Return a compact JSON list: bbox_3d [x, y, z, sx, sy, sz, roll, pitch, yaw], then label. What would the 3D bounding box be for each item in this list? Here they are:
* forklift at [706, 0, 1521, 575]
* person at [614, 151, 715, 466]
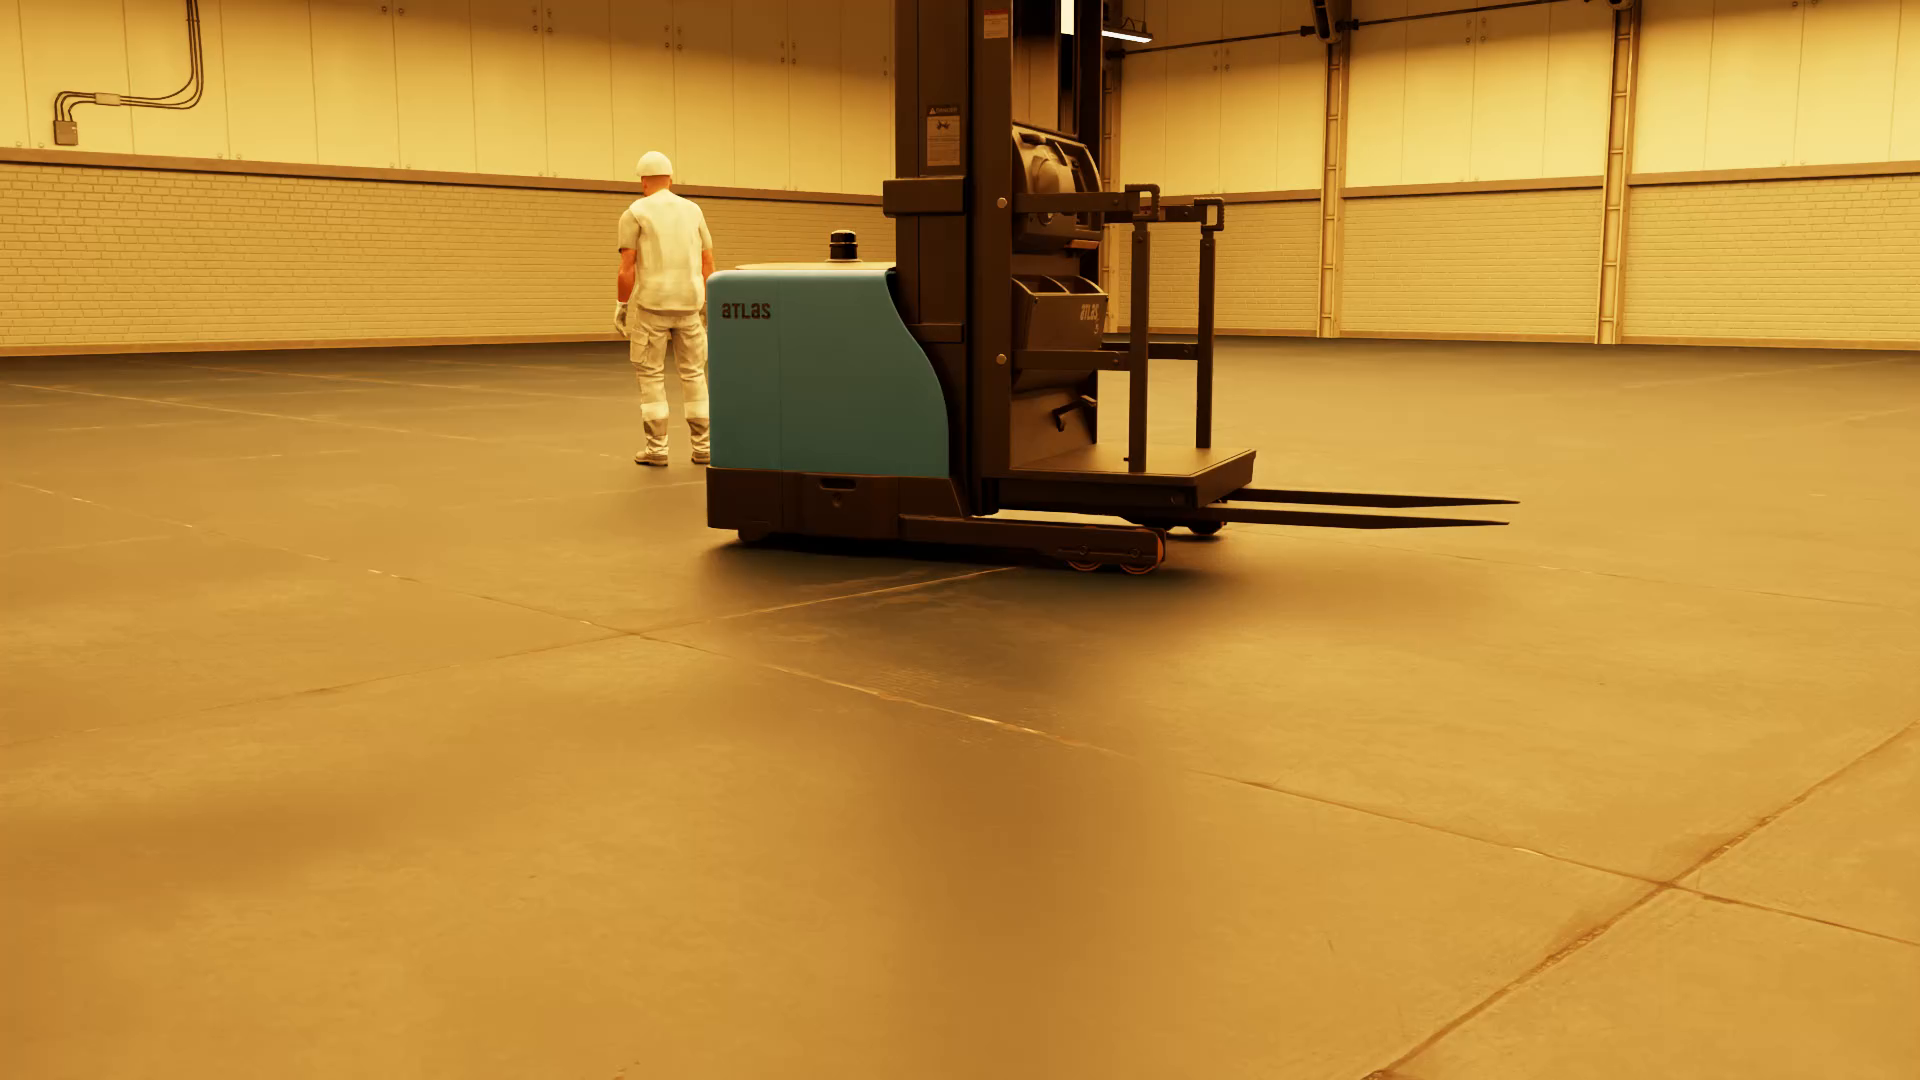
[{"bbox_3d":[0.565,-1.416,6.275,3.031,2.935,1.130,3,9,22],"label":"forklift"},{"bbox_3d":[-1.688,-1.323,9.539,0.619,1.780,0.447,-5,10,-30],"label":"person"}]
